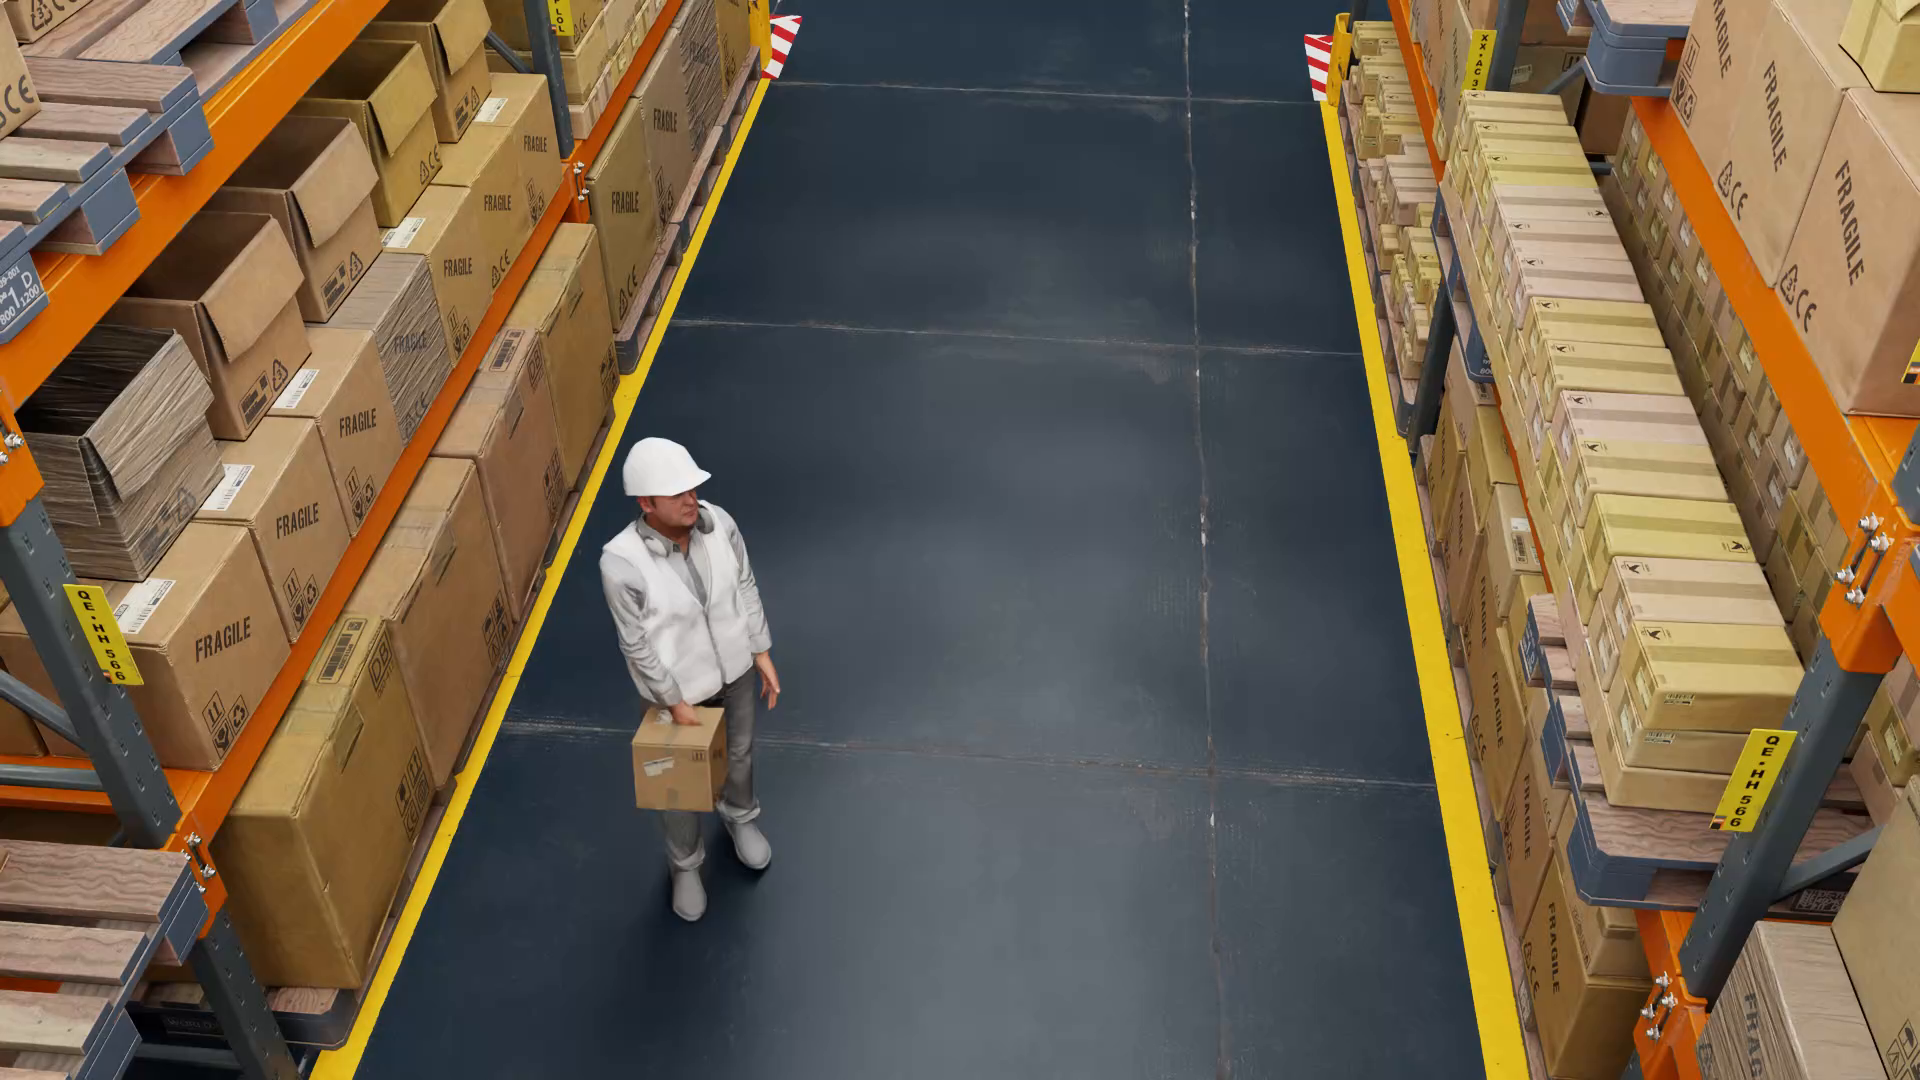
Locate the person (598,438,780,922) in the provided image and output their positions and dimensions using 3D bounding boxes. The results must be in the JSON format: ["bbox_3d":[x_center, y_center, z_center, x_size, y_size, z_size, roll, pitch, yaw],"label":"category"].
[{"bbox_3d":[-0.881,0.467,5.557,0.484,1.782,0.586,32,49,33],"label":"person"}]
